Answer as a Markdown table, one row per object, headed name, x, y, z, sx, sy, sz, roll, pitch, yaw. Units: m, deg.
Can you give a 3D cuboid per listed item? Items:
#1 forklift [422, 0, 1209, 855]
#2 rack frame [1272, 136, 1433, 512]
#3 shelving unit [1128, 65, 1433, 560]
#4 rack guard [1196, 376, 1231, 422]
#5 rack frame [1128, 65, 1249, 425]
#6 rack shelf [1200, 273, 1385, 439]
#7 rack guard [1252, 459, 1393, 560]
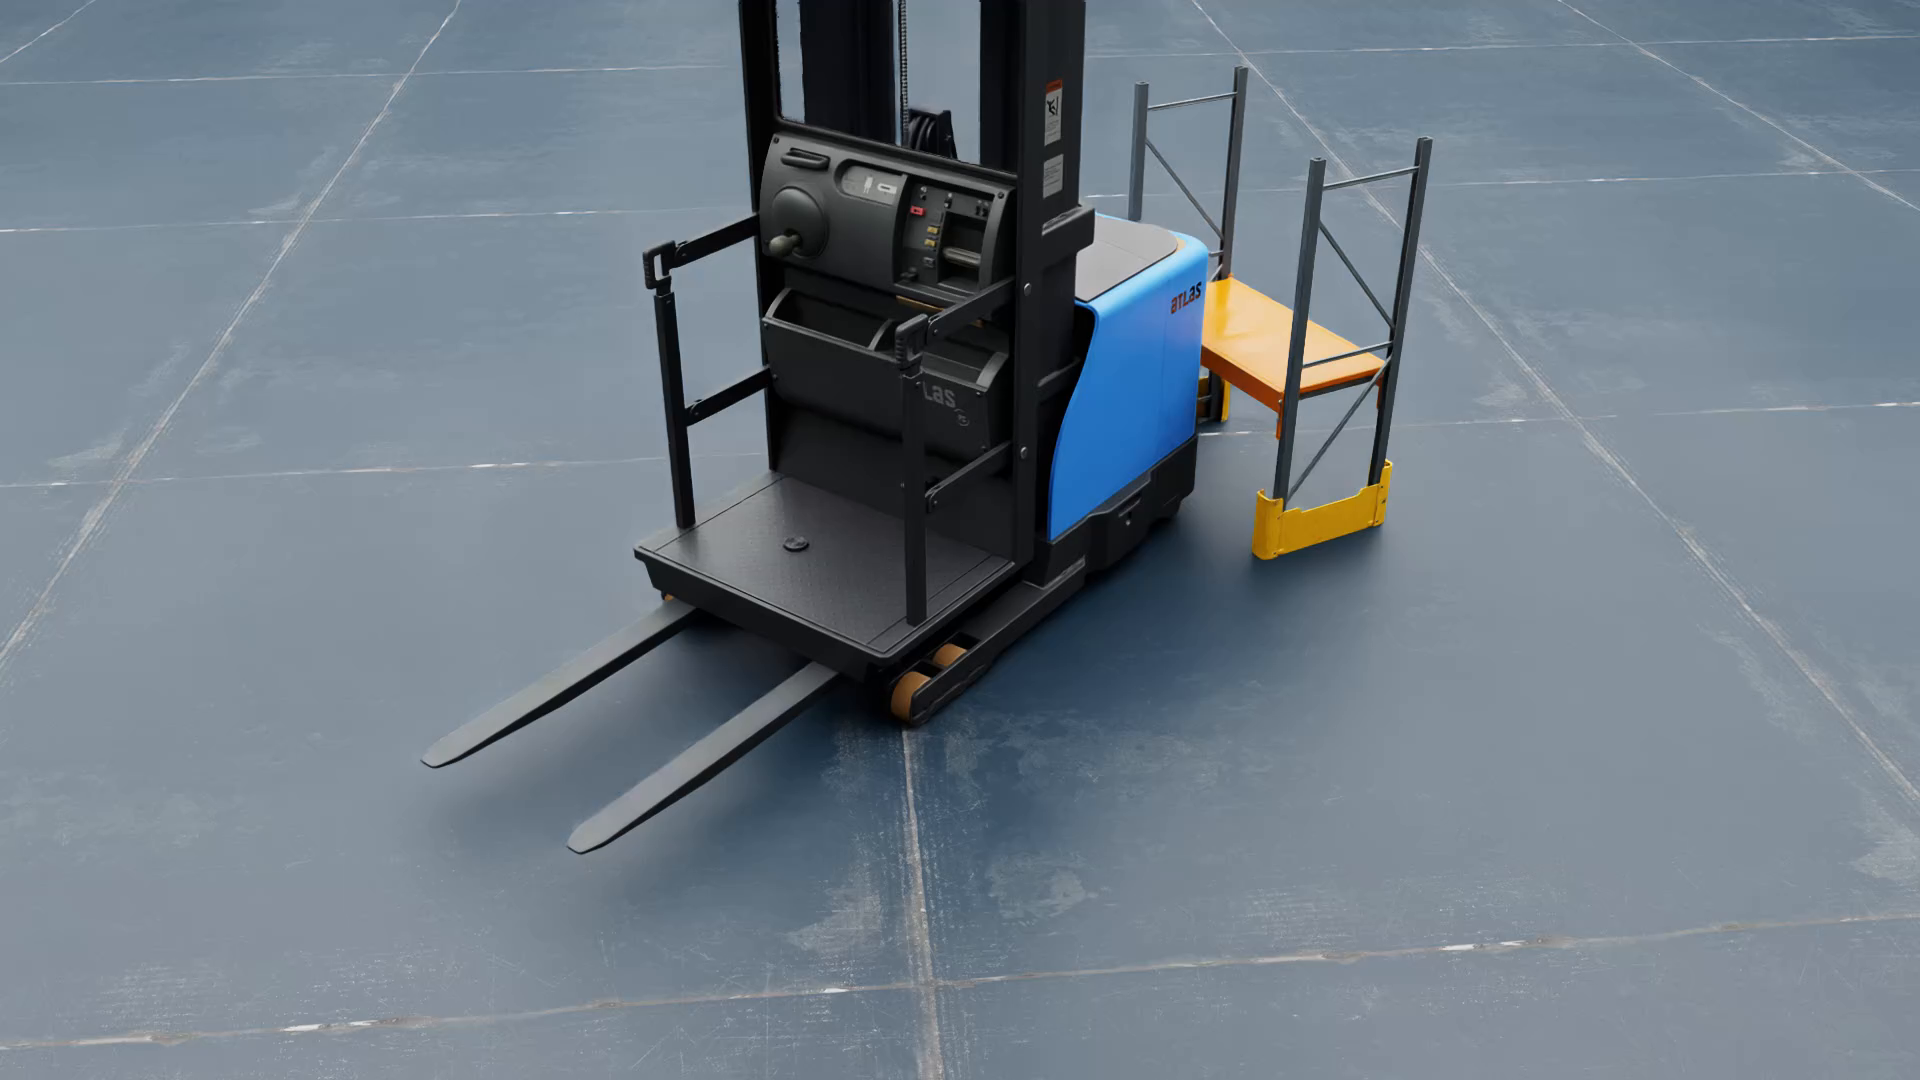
| name | x | y | z | sx | sy | sz | roll | pitch | yaw |
| --- | --- | --- | --- | --- | --- | --- | --- | --- | --- |
| forklift | -0.373 | -0.957 | 4.995 | 1.130 | 2.935 | 3.031 | 21 | 37 | 31 |
| rack frame | 1.363 | -0.650 | 5.875 | 0.500 | 1.500 | 0.032 | -16 | 34 | -24 |
| shelving unit | 1.115 | -0.883 | 6.265 | 0.587 | 1.500 | 1.083 | -16 | 34 | -24 |
| rack guard | 0.876 | -0.570 | 6.961 | 0.587 | 0.250 | 0.087 | -16 | 34 | -24 |
| rack frame | 0.876 | -1.107 | 6.641 | 0.500 | 1.500 | 0.032 | -16 | 34 | -24 |
| rack shelf | 1.119 | -0.724 | 6.350 | 0.538 | 0.185 | 1.000 | -16 | 34 | -24 |
| rack guard | 1.354 | -0.122 | 6.210 | 0.587 | 0.250 | 0.087 | -16 | 34 | -24 |
